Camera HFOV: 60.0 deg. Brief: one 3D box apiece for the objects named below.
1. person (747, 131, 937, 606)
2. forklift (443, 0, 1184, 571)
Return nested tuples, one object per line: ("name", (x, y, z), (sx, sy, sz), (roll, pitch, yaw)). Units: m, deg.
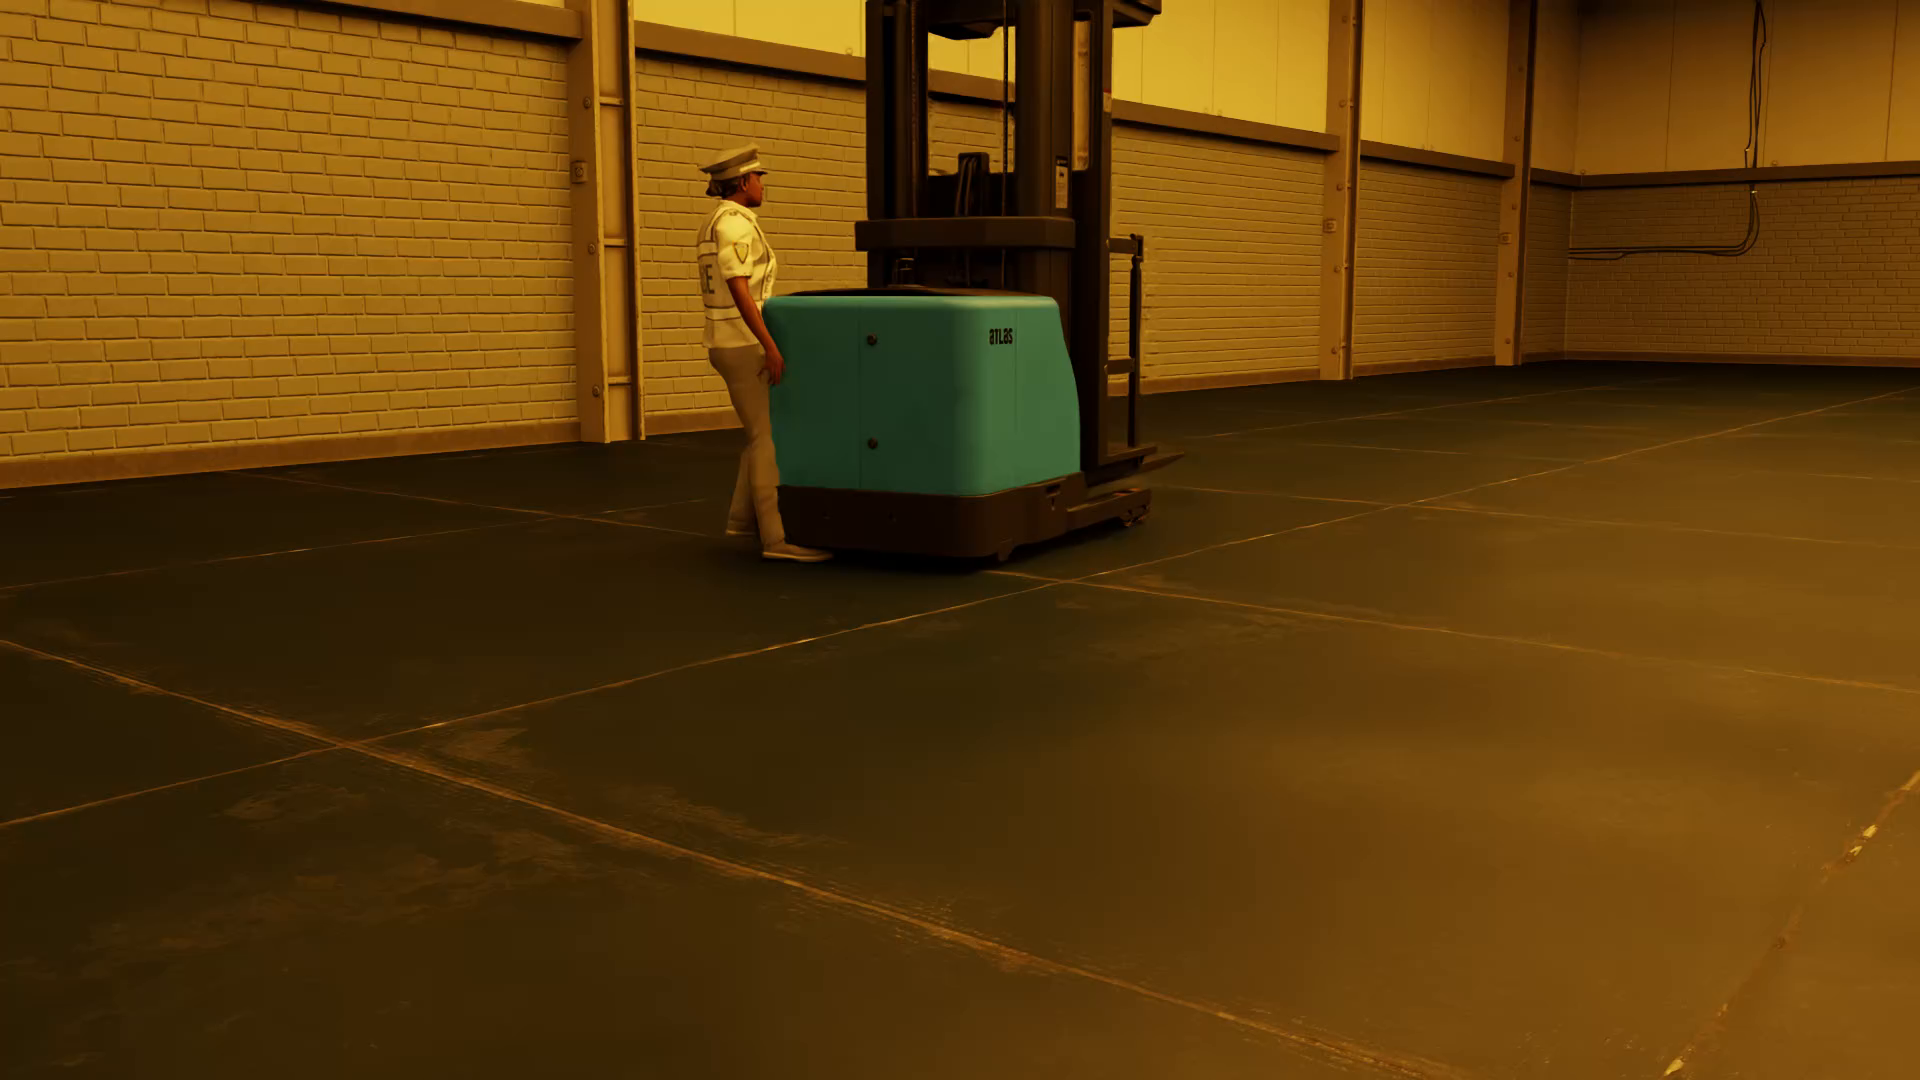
("person", (-0.404, -0.589, 5.813), (0.683, 1.650, 0.381), (-2, 8, -10))
("forklift", (-0.606, -1.411, 6.925), (3.031, 2.935, 1.130), (-3, 9, -20))
